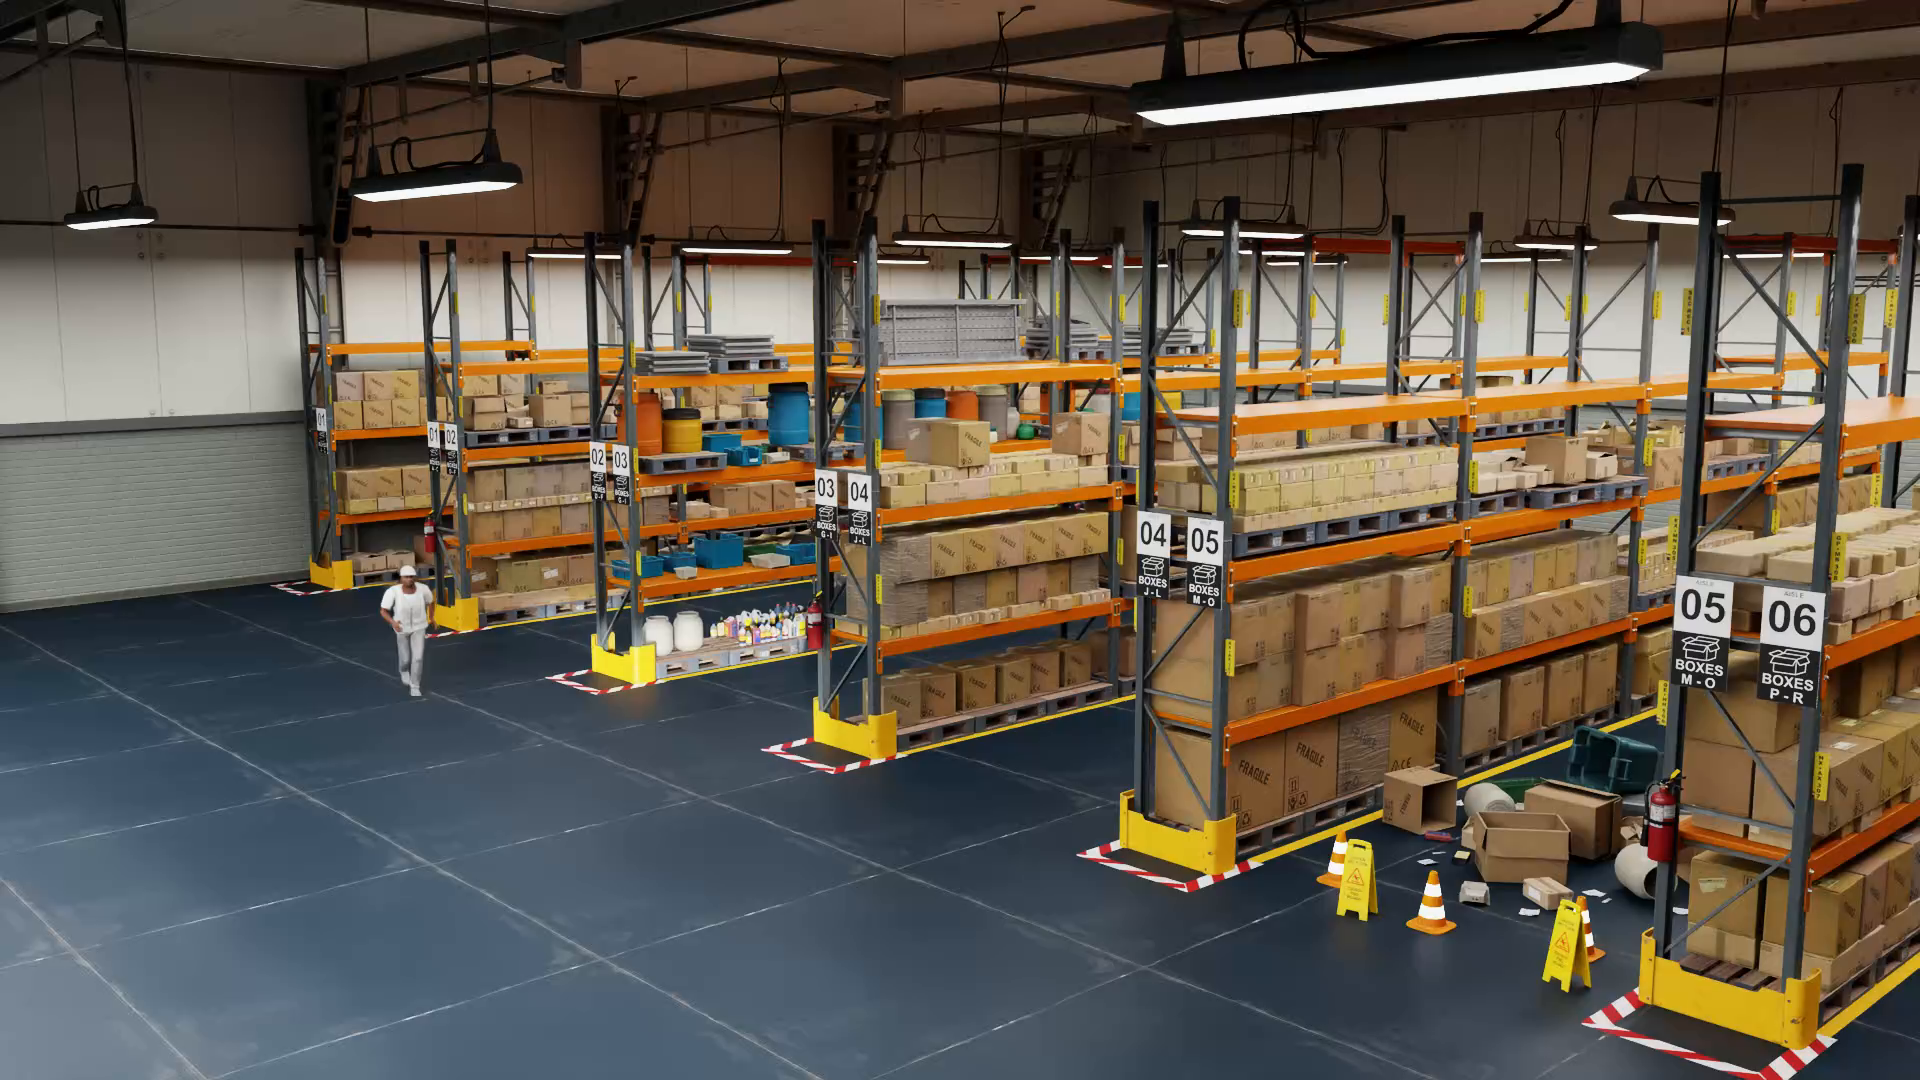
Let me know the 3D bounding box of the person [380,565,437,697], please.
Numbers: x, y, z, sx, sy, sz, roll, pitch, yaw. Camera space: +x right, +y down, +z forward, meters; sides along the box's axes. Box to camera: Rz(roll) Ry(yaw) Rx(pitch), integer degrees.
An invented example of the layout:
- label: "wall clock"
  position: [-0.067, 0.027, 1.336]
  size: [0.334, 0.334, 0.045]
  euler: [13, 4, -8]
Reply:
- label: "person"
  position: [-7.197, 1.151, 21.700]
  size: [0.699, 1.716, 0.806]
  euler: [-4, 9, -23]

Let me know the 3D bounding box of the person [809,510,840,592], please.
- label: "person"
  position: [-2.295, 0.002, 27.738]
  size: [0.556, 1.738, 0.688]
  euler: [7, 11, 38]
